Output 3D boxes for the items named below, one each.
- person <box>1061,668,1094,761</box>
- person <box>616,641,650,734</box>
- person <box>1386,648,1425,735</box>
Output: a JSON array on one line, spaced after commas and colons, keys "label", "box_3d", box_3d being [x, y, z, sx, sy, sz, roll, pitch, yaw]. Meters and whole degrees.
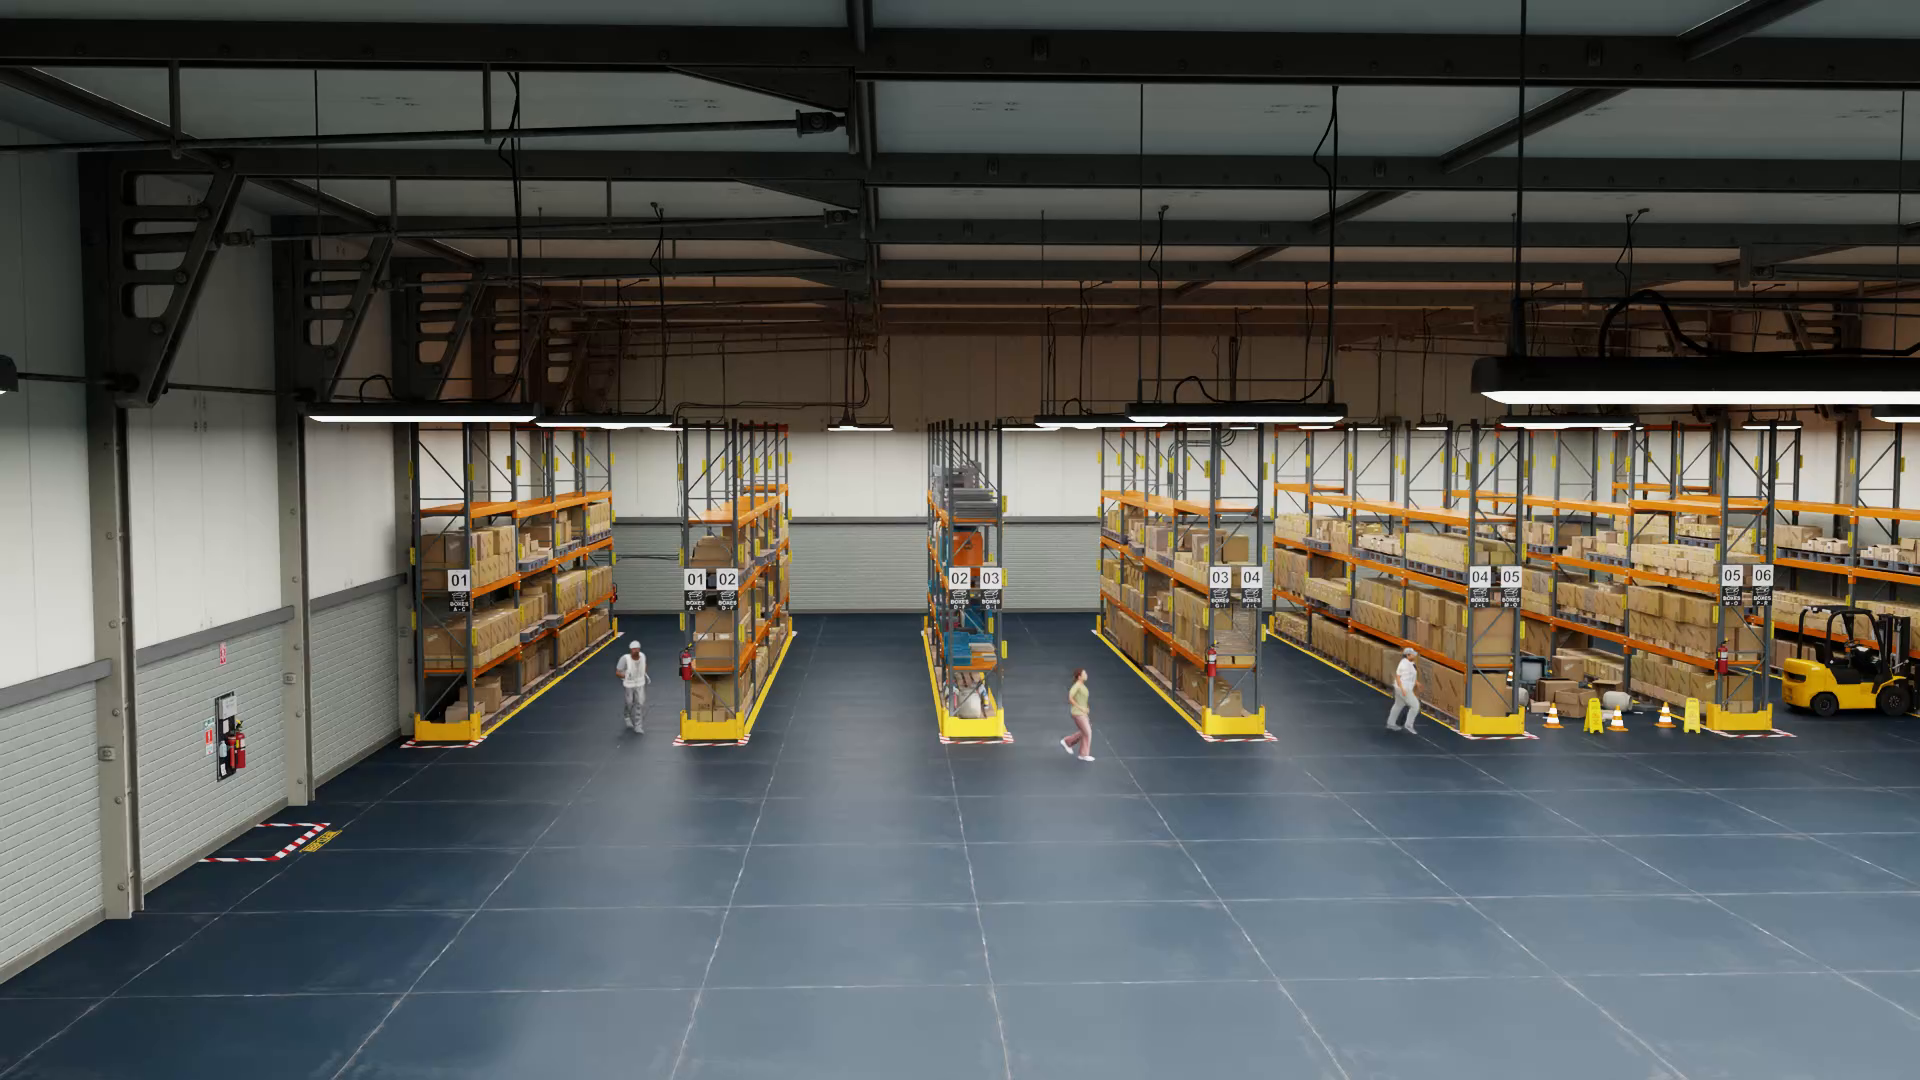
[{"label": "person", "box_3d": [2.030, 3.051, 29.097, 0.635, 1.635, 0.611, 1, 4, 22]}, {"label": "person", "box_3d": [-6.284, 2.791, 31.877, 0.682, 1.749, 0.968, -2, 4, -27]}, {"label": "person", "box_3d": [8.451, 2.858, 31.632, 0.724, 1.649, 0.544, 2, 4, 25]}]
